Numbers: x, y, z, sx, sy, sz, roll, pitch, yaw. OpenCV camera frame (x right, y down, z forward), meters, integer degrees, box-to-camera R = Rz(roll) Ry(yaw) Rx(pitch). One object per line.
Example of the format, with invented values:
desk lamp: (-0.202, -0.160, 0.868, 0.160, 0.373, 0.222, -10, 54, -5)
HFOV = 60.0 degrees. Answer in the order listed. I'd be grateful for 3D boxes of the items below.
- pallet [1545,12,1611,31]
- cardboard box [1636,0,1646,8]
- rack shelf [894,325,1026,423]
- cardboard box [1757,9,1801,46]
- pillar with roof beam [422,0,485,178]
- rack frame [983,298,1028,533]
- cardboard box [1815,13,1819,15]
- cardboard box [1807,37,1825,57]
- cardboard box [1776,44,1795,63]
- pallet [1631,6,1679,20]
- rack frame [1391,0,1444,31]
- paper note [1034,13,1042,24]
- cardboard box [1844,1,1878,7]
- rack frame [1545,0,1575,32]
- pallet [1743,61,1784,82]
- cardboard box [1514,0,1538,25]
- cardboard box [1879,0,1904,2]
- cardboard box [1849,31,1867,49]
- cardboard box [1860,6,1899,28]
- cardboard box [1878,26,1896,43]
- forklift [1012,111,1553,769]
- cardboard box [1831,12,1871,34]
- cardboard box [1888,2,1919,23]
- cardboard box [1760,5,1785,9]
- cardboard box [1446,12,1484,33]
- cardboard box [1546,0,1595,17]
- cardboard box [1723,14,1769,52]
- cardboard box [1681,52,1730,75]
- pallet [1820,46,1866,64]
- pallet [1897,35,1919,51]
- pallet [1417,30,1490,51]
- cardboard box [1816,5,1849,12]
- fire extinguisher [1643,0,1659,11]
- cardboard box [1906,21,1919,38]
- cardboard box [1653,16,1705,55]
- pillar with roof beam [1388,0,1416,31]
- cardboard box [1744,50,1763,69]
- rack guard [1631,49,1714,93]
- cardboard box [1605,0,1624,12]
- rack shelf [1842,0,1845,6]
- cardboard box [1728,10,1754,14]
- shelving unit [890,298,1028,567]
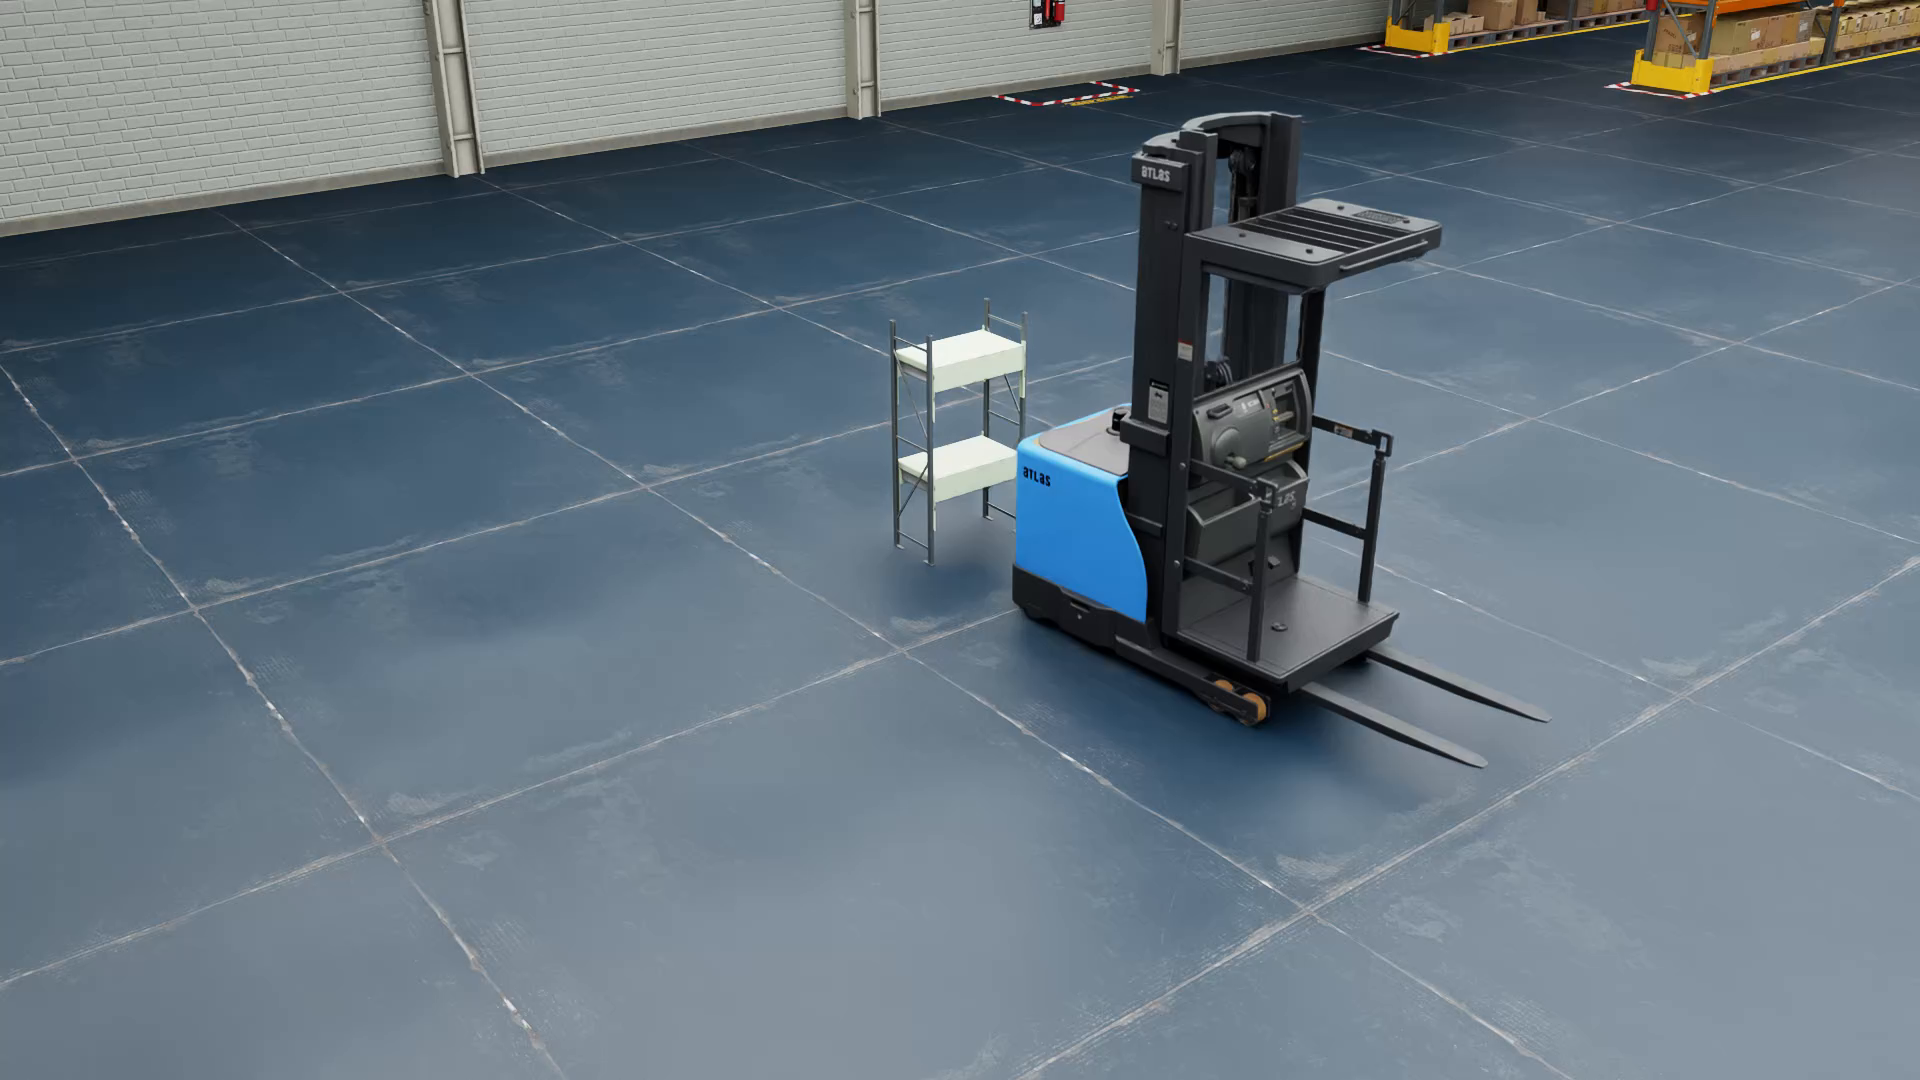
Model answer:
pallet: (11.807, -10.064, 32.183, 1.213, 0.211, 1.003, -18, 31, -34)
cardboard box: (13.331, -10.931, 33.187, 0.500, 0.500, 0.700, -18, 31, -34)
rack shelf: (-0.005, -1.033, 10.266, 0.720, 0.370, 0.431, -18, 31, -34)
cardboard box: (13.233, -8.319, 26.989, 0.500, 0.500, 0.500, -18, 31, -34)
pillar with roof beam: (-3.444, -7.174, 15.519, 0.400, 9.000, 9.100, -18, 31, -34)
rack frame: (0.283, -0.774, 10.635, 0.023, 1.500, 0.400, -18, 31, -34)
cardboard box: (14.396, -8.884, 28.430, 0.500, 0.311, 0.500, -18, 31, -34)
cardboard box: (14.025, -8.236, 27.701, 0.500, 0.250, 0.500, -18, 31, -34)
cardboard box: (13.241, -7.975, 27.138, 0.500, 0.250, 0.500, -18, 31, -34)
pallet: (13.727, -10.698, 33.549, 1.213, 0.211, 1.003, -18, 31, -34)
rack frame: (8.047, -10.087, 28.921, 0.127, 3.000, 1.000, -18, 31, -34)
paper note: (1.193, -7.945, 25.351, 0.142, 0.148, 0.016, -18, 31, -34)
cardboard box: (15.998, -9.413, 29.570, 0.500, 0.311, 0.500, -19, 31, -35)
rack frame: (11.195, -11.126, 31.160, 0.127, 3.000, 1.000, -18, 31, -34)
pallet: (12.642, -7.710, 27.111, 1.213, 0.211, 1.003, -18, 31, -34)
cardboard box: (10.403, -9.909, 30.984, 0.500, 0.500, 0.500, -21, 32, -38)
cardboard box: (16.809, -9.684, 30.154, 0.500, 0.311, 0.500, -17, 30, -32)
cardboard box: (15.128, -8.584, 28.450, 0.500, 0.250, 0.500, -17, 30, -33)
cardboard box: (15.943, -9.108, 28.913, 0.500, 0.311, 0.500, -17, 30, -33)
cardboard box: (15.935, -8.851, 29.026, 0.500, 0.250, 0.500, -18, 30, -33)
forklift: (1.683, -0.606, 8.574, 1.130, 2.935, 3.031, -22, 33, -38)
cardboard box: (15.131, -8.837, 28.328, 0.500, 0.311, 0.500, -19, 31, -35)
cardboard box: (16.737, -9.368, 29.473, 0.500, 0.311, 0.500, -19, 31, -35)
cardboard box: (13.308, -8.620, 27.637, 0.500, 0.500, 0.500, -18, 31, -34)
cardboard box: (9.096, -9.365, 30.036, 0.500, 0.311, 0.500, -15, 29, -30)
cardboard box: (11.764, -10.388, 32.017, 0.500, 0.500, 0.700, -17, 30, -32)
cardboard box: (12.444, -8.060, 26.431, 0.500, 0.500, 0.500, -18, 31, -34)
cardboard box: (11.666, -7.456, 26.019, 0.500, 0.250, 0.500, -18, 31, -34)
pallet: (14.810, -8.425, 28.653, 1.213, 0.211, 1.003, -18, 31, -34)
pallet: (16.730, -9.059, 30.019, 1.213, 0.211, 1.003, -18, 31, -34)
pallet: (8.768, -9.041, 29.980, 1.213, 0.211, 1.003, -18, 31, -34)
cardboard box: (15.196, -9.150, 29.003, 0.500, 0.311, 0.500, -18, 31, -34)
fire extinguisher: (10.727, -8.535, 25.669, 0.183, 0.674, 0.296, -18, 31, -34)
cardboard box: (16.735, -9.116, 29.596, 0.500, 0.250, 0.500, -19, 31, -35)
cardboard box: (11.345, -7.968, 26.232, 0.500, 0.500, 0.500, -18, 31, -34)
pillar with roof beam: (10.721, -11.850, 25.594, 0.400, 9.000, 9.100, -18, 31, -34)
cardboard box: (12.451, -7.716, 26.581, 0.500, 0.250, 0.500, -18, 31, -34)
rack guard: (11.088, -7.307, 25.900, 0.348, 0.500, 1.175, -18, 31, -34)
cardboard box: (12.566, -10.658, 32.599, 0.500, 0.500, 0.700, -18, 30, -33)
rack shelf: (15.828, -9.679, 28.897, 4.000, 0.370, 1.077, -18, 31, -34)
cardboard box: (12.517, -8.362, 27.081, 0.500, 0.500, 0.500, -18, 31, -34)
shelving unit: (-0.005, -0.679, 10.431, 0.755, 1.500, 0.431, -18, 31, -34)
